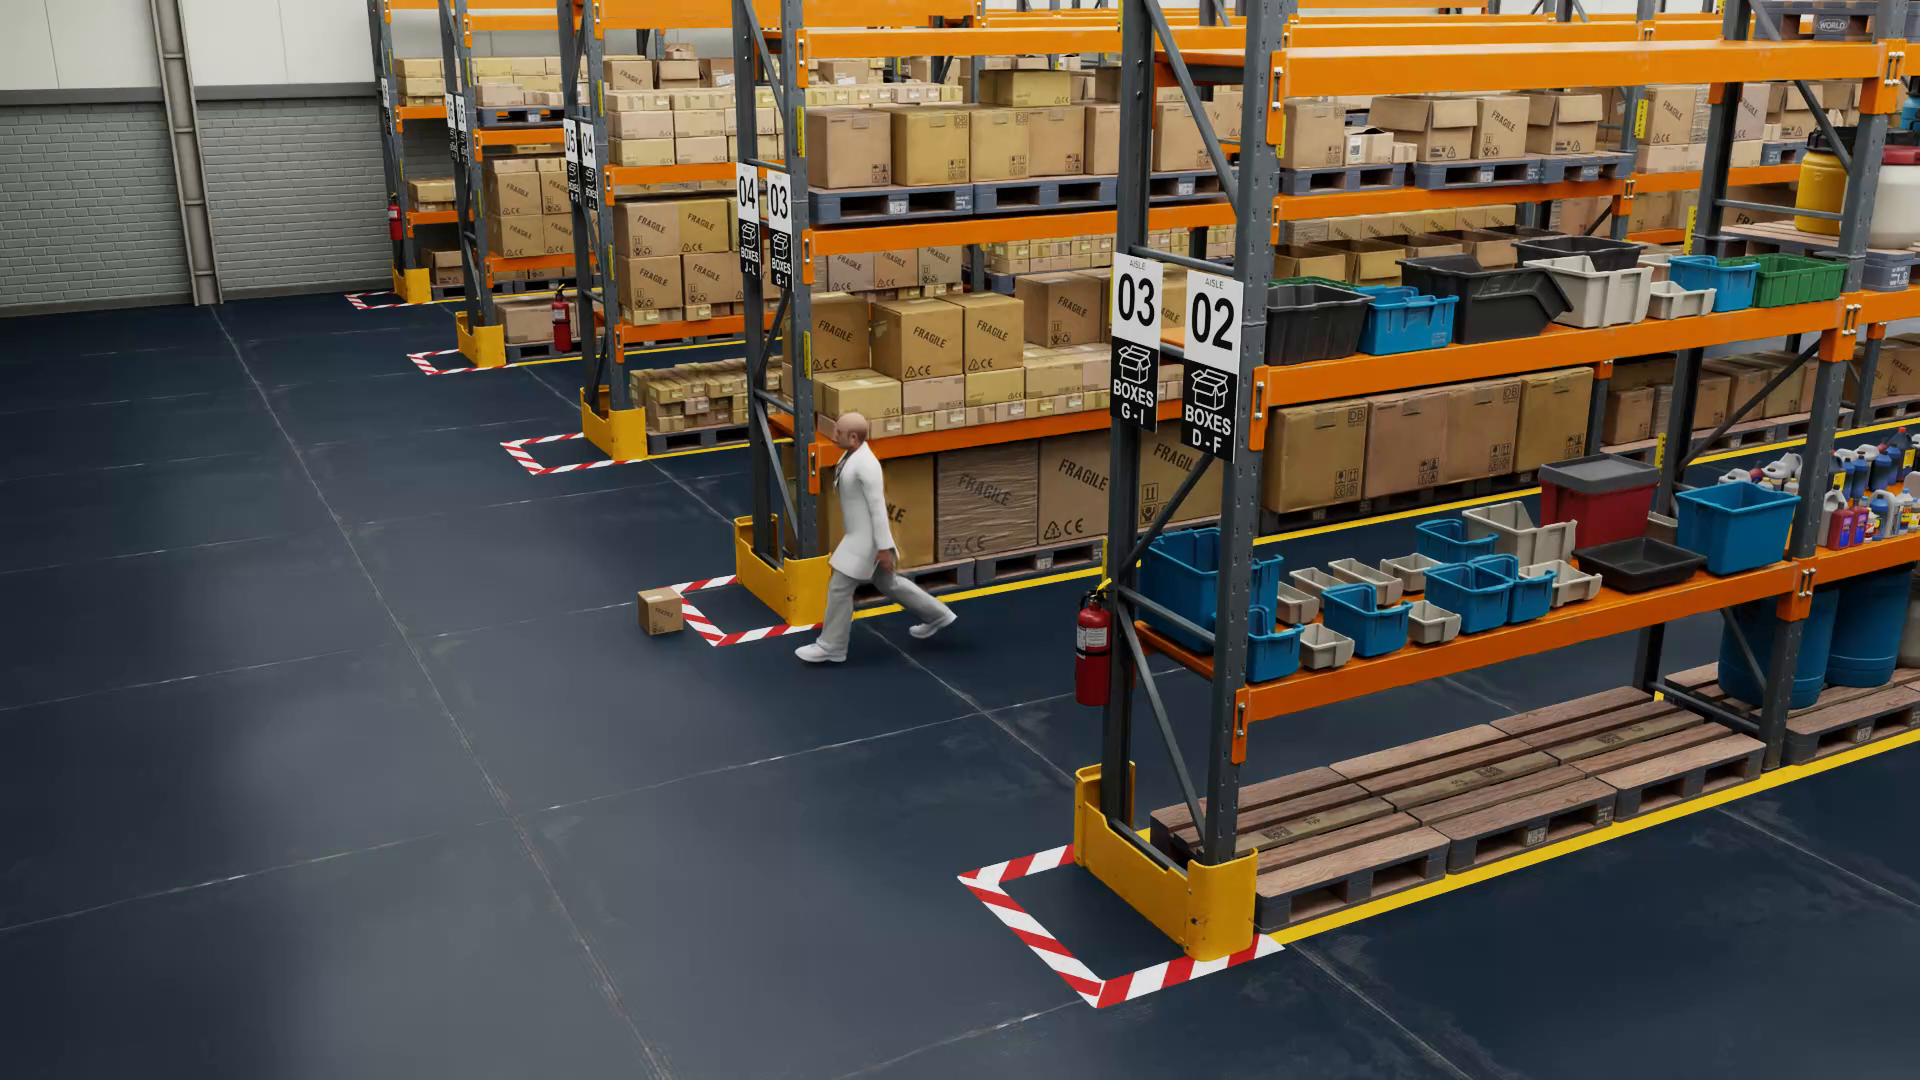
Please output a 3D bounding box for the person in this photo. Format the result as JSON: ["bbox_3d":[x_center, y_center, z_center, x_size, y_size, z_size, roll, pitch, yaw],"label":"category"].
[{"bbox_3d":[-0.577,-0.031,11.226,1.131,1.734,0.630,-3,18,-9],"label":"person"}]
